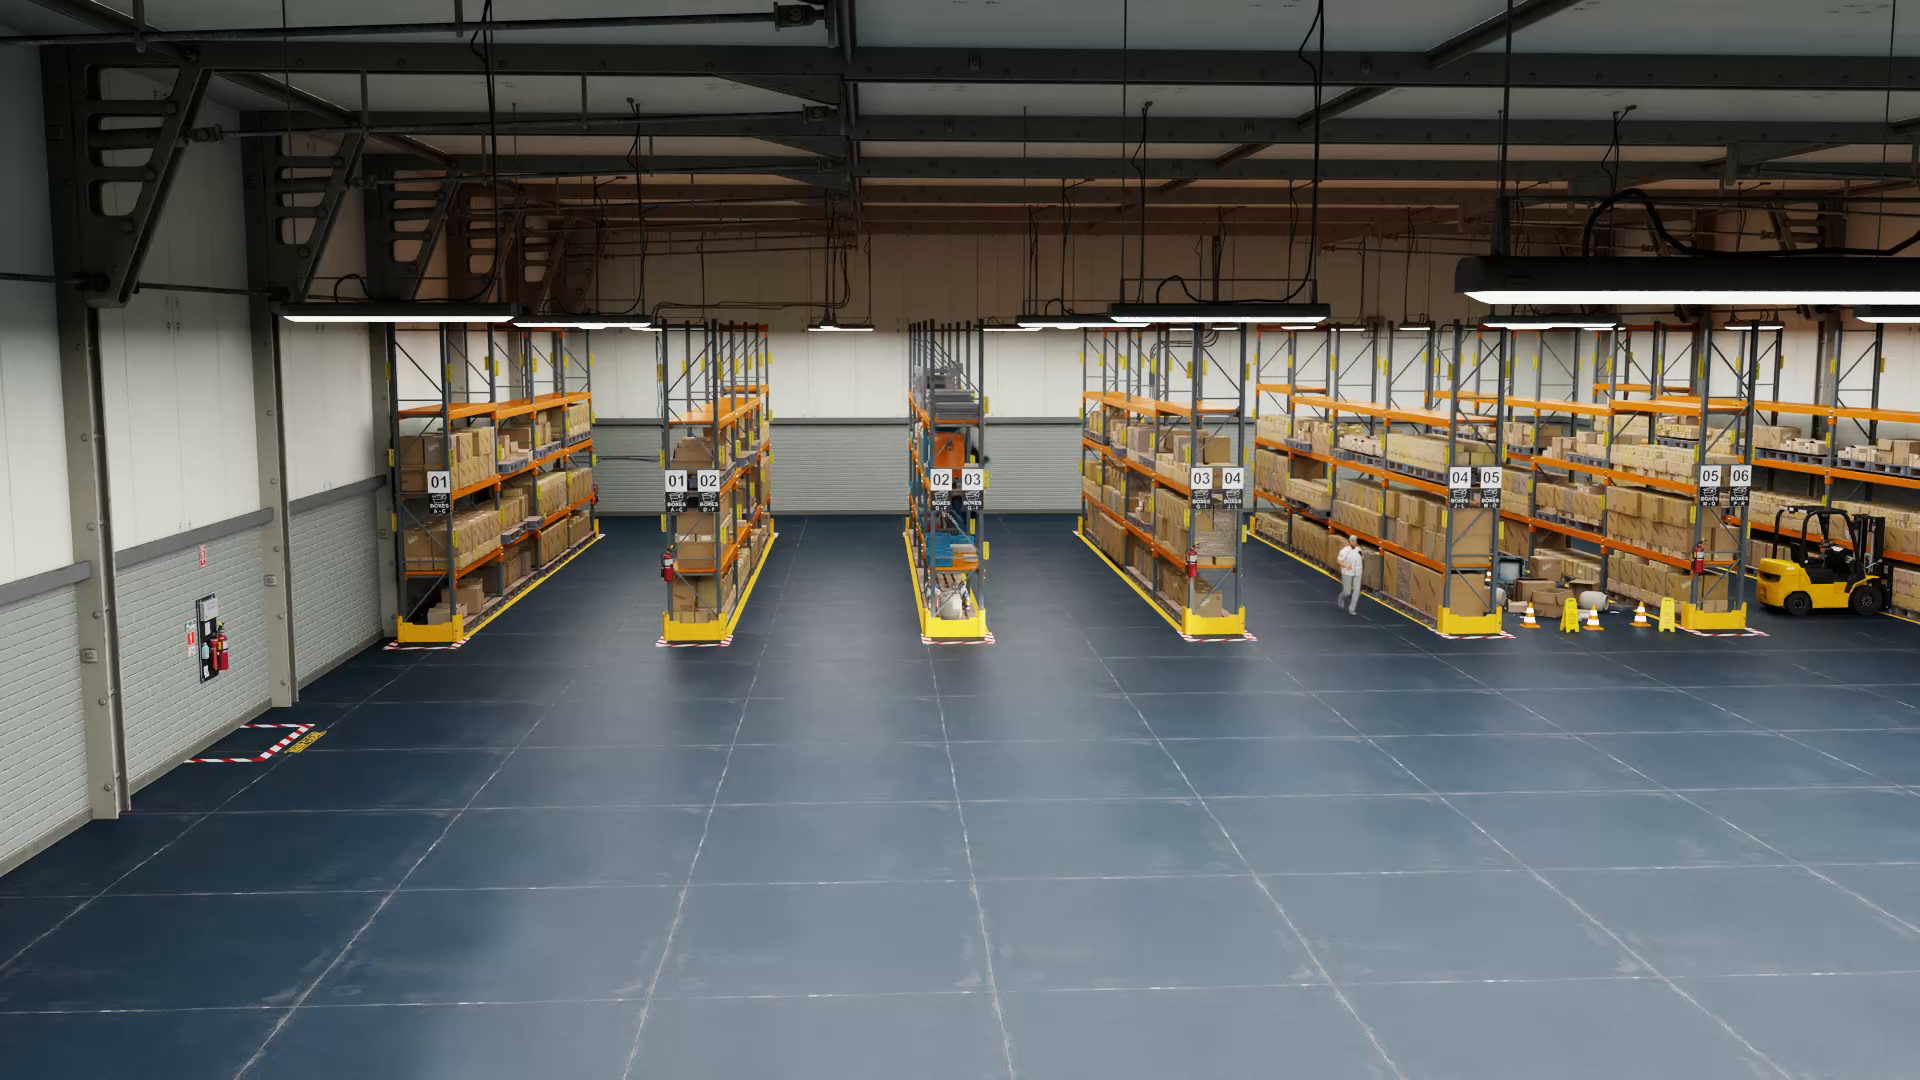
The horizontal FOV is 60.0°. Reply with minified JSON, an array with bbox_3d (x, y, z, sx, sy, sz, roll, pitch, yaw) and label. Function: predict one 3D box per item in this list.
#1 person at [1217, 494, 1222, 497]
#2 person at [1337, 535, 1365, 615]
[{"bbox_3d":[7.196,-0.810,46.359,0.557,1.627,0.589,1,7,5],"label":"person"},{"bbox_3d":[8.026,0.704,34.136,0.584,1.625,0.647,-1,7,-8],"label":"person"}]
